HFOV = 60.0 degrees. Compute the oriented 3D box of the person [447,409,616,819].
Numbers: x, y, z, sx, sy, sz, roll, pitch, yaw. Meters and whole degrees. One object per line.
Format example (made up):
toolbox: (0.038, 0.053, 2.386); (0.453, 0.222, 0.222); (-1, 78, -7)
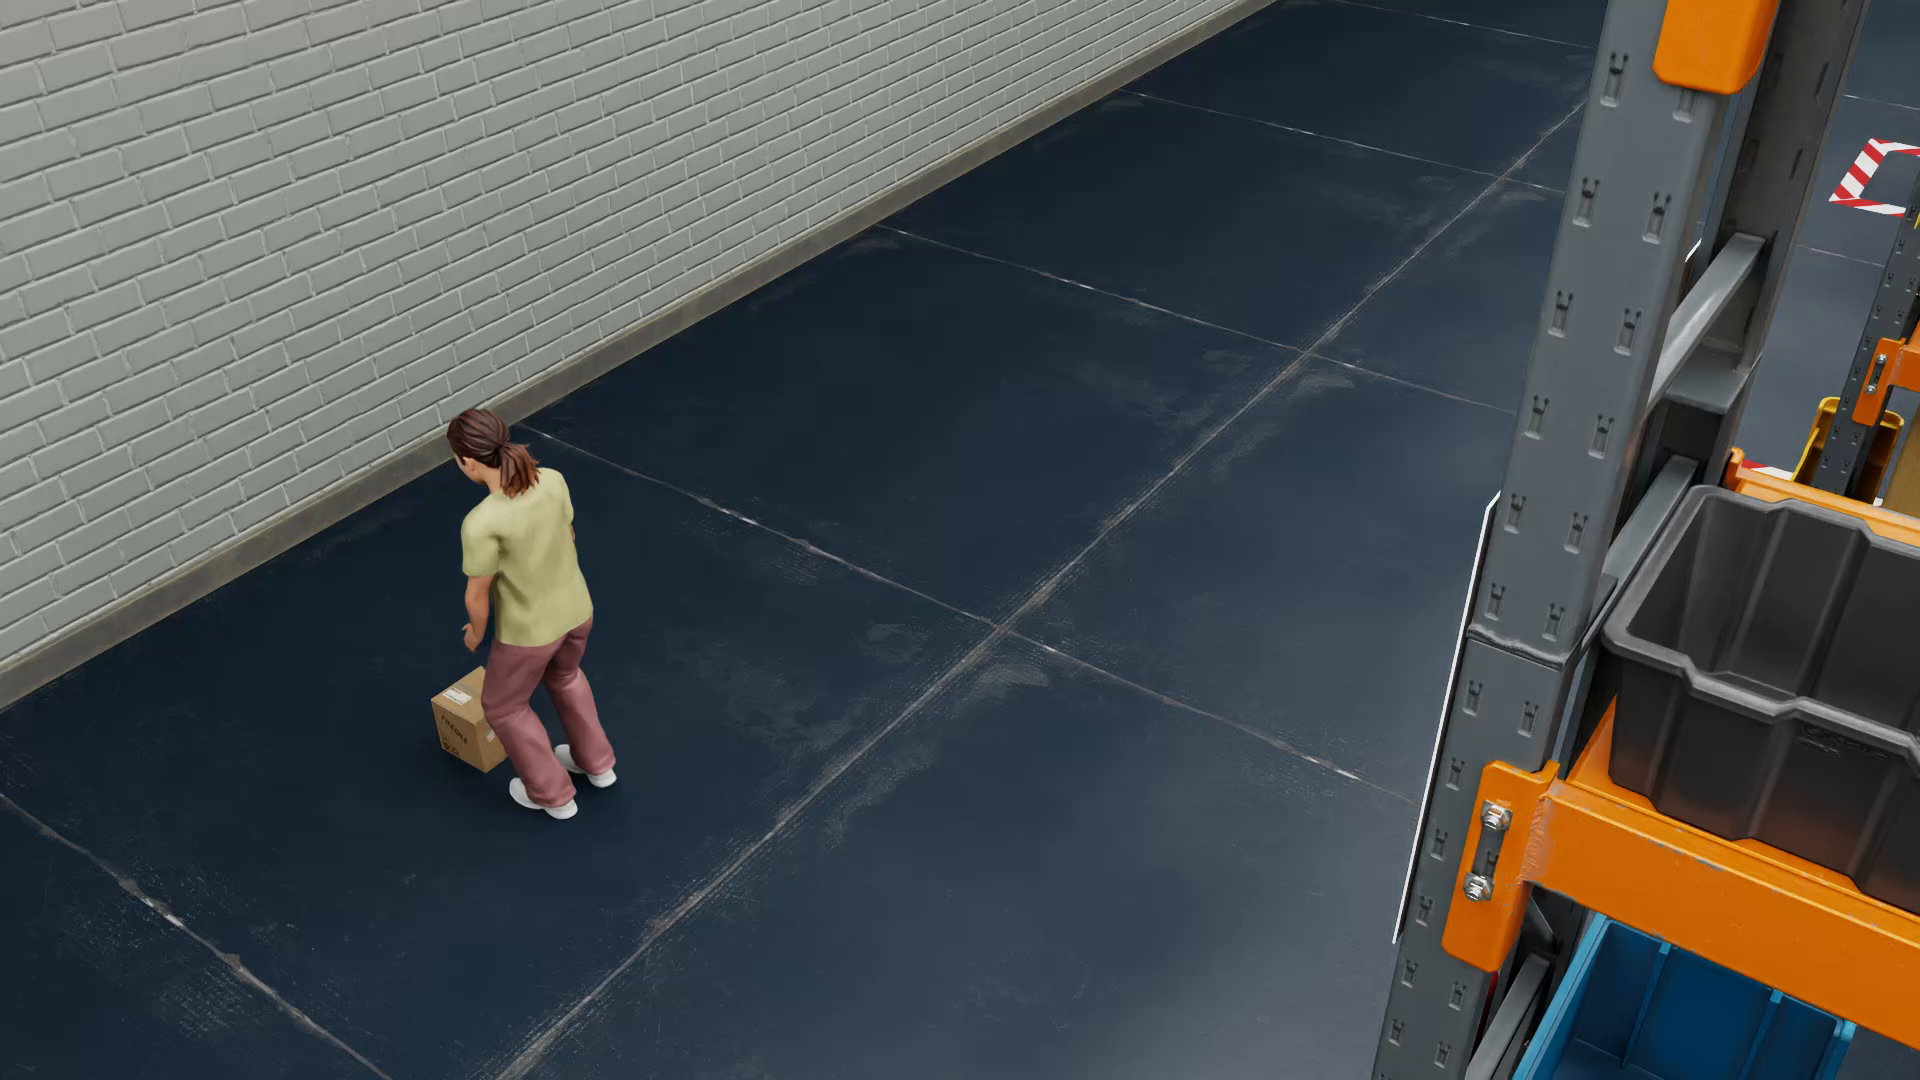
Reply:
person: (-1.503, 0.280, 5.792); (0.387, 1.628, 0.470); (23, 41, 29)
